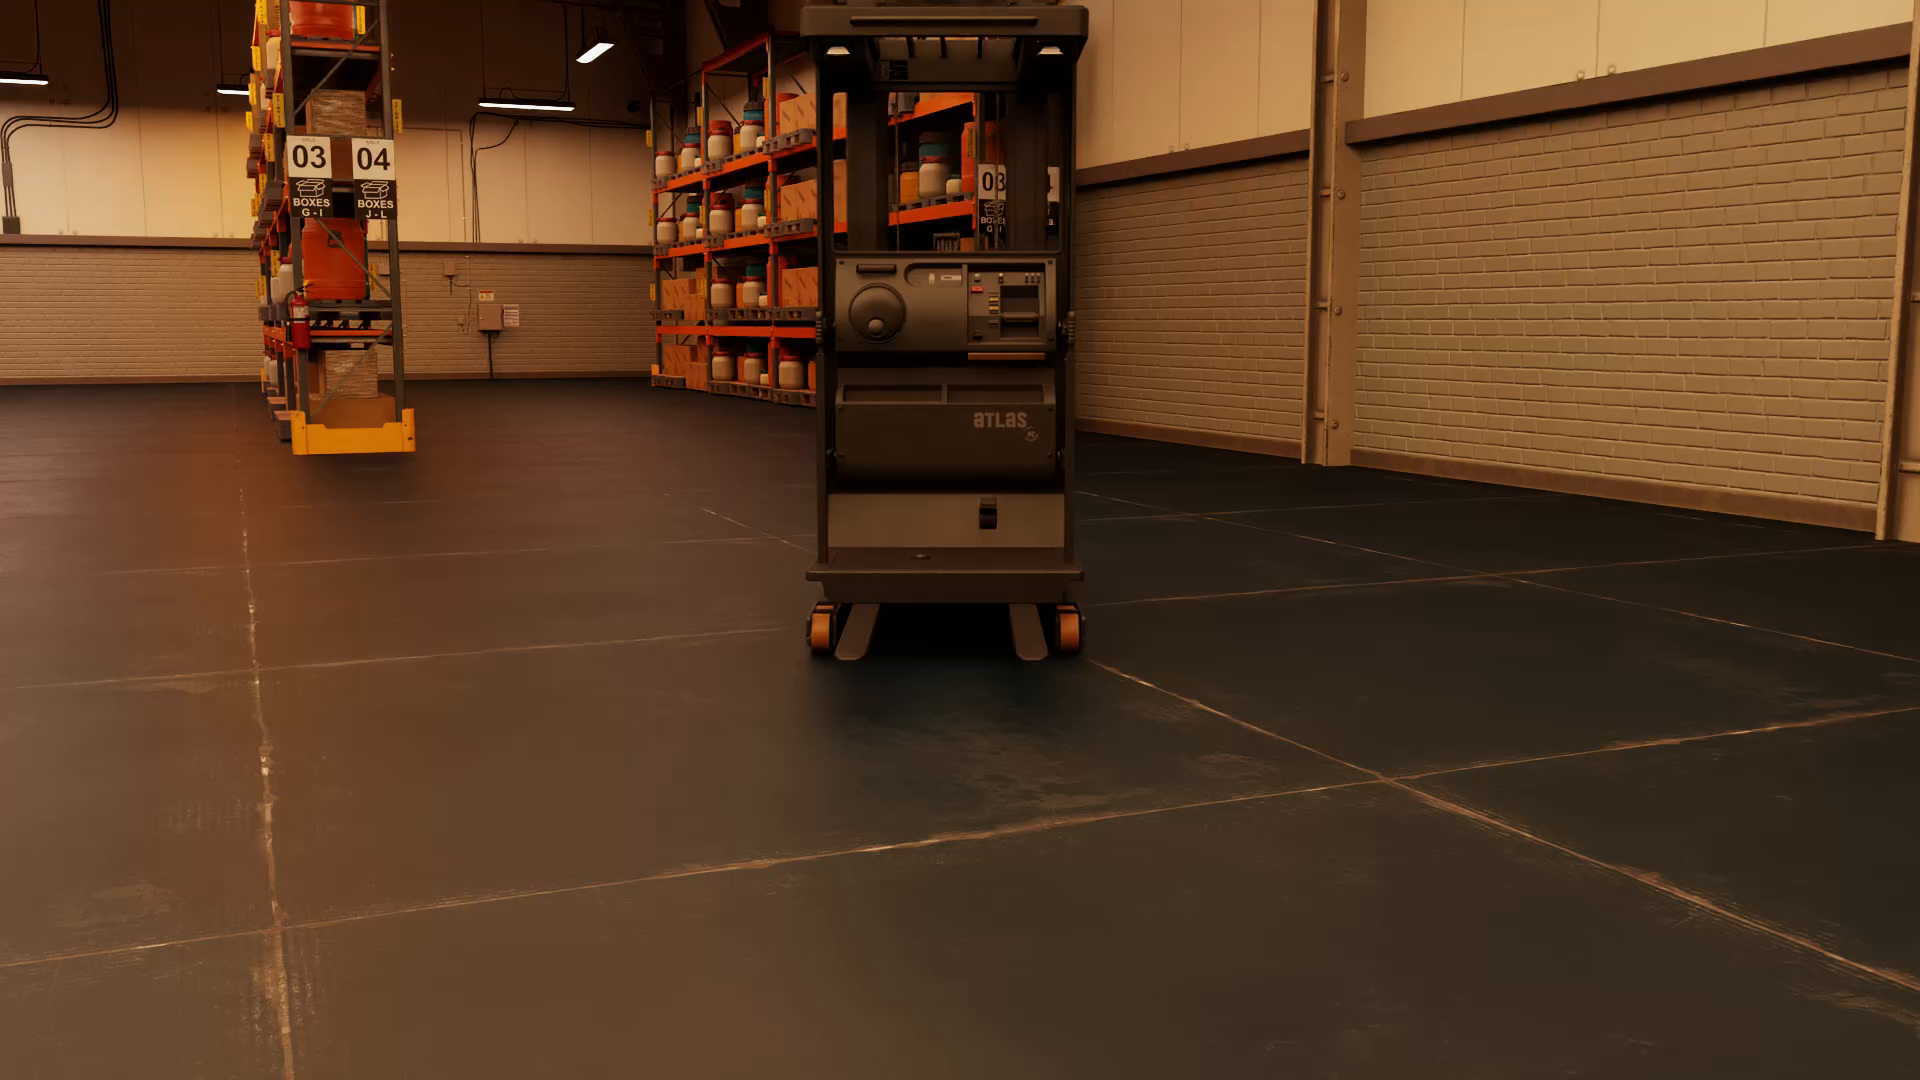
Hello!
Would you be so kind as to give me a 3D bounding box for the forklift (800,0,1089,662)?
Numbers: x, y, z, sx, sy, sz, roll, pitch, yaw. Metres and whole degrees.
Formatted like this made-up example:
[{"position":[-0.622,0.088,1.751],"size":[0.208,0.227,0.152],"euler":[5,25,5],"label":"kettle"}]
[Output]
[{"position":[-0.058,-1.037,6.804],"size":[1.130,2.935,3.031],"euler":[0,8,0],"label":"forklift"}]
